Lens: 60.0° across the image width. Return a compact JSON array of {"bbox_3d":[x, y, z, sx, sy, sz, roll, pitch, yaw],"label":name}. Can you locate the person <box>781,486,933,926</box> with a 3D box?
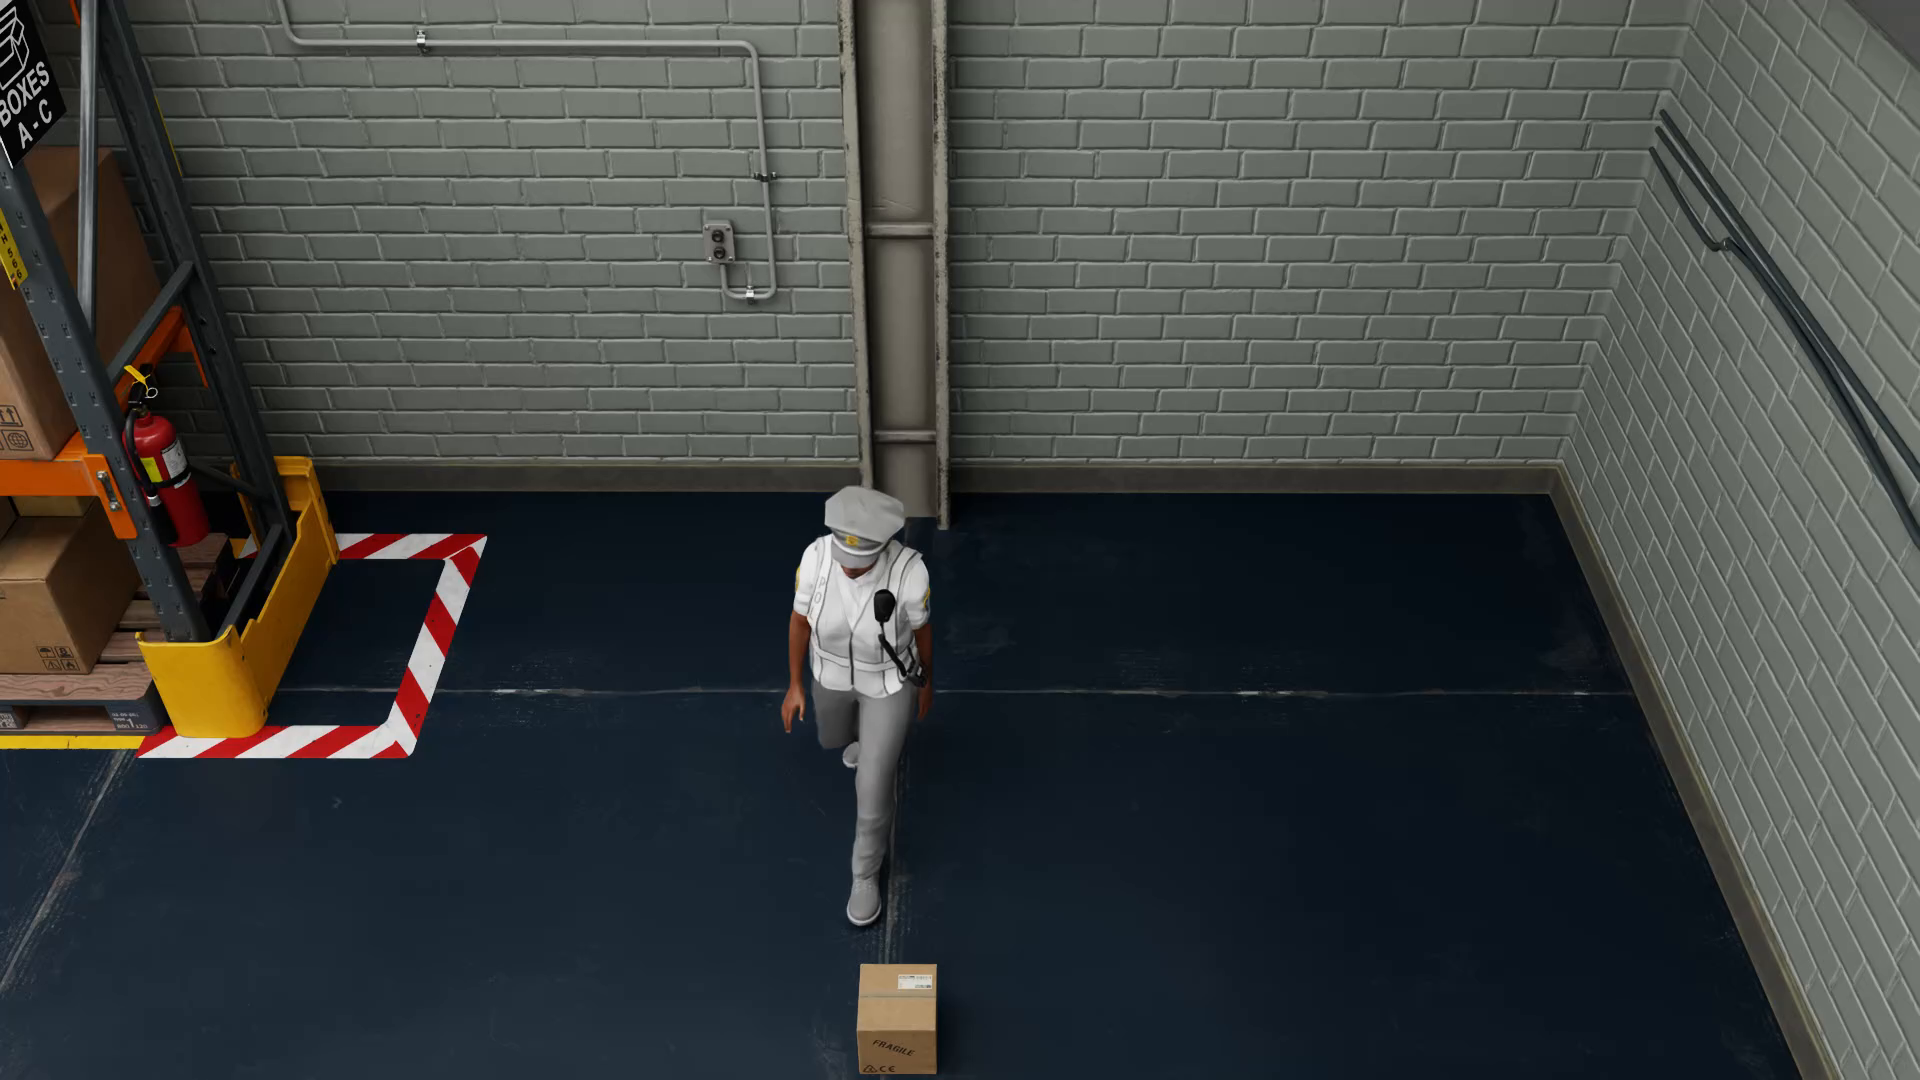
[{"bbox_3d":[-0.316,0.442,5.619,0.461,1.622,0.894,12,41,14],"label":"person"}]
